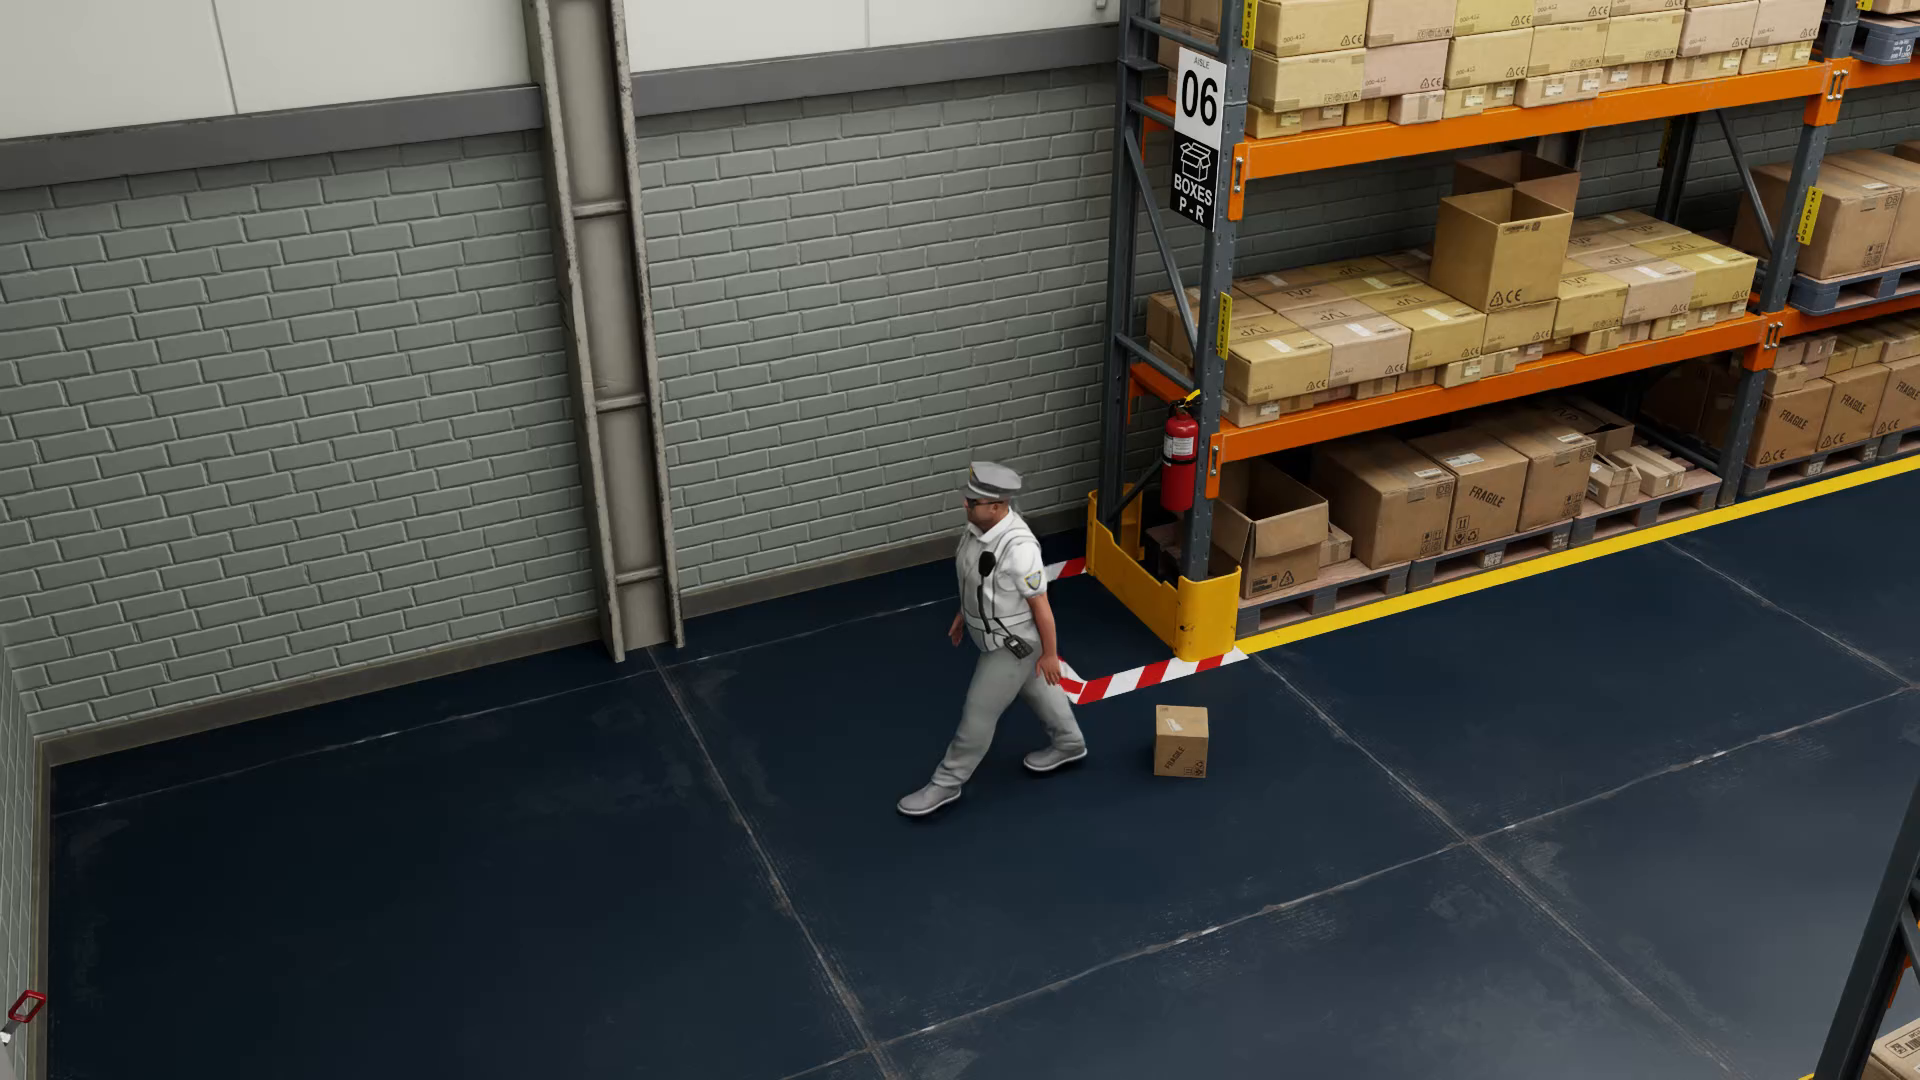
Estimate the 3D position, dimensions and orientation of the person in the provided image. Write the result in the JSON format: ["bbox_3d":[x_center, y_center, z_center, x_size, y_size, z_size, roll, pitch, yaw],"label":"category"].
[{"bbox_3d":[0.149,0.409,7.688,1.005,1.701,0.569,-7,30,-13],"label":"person"}]
